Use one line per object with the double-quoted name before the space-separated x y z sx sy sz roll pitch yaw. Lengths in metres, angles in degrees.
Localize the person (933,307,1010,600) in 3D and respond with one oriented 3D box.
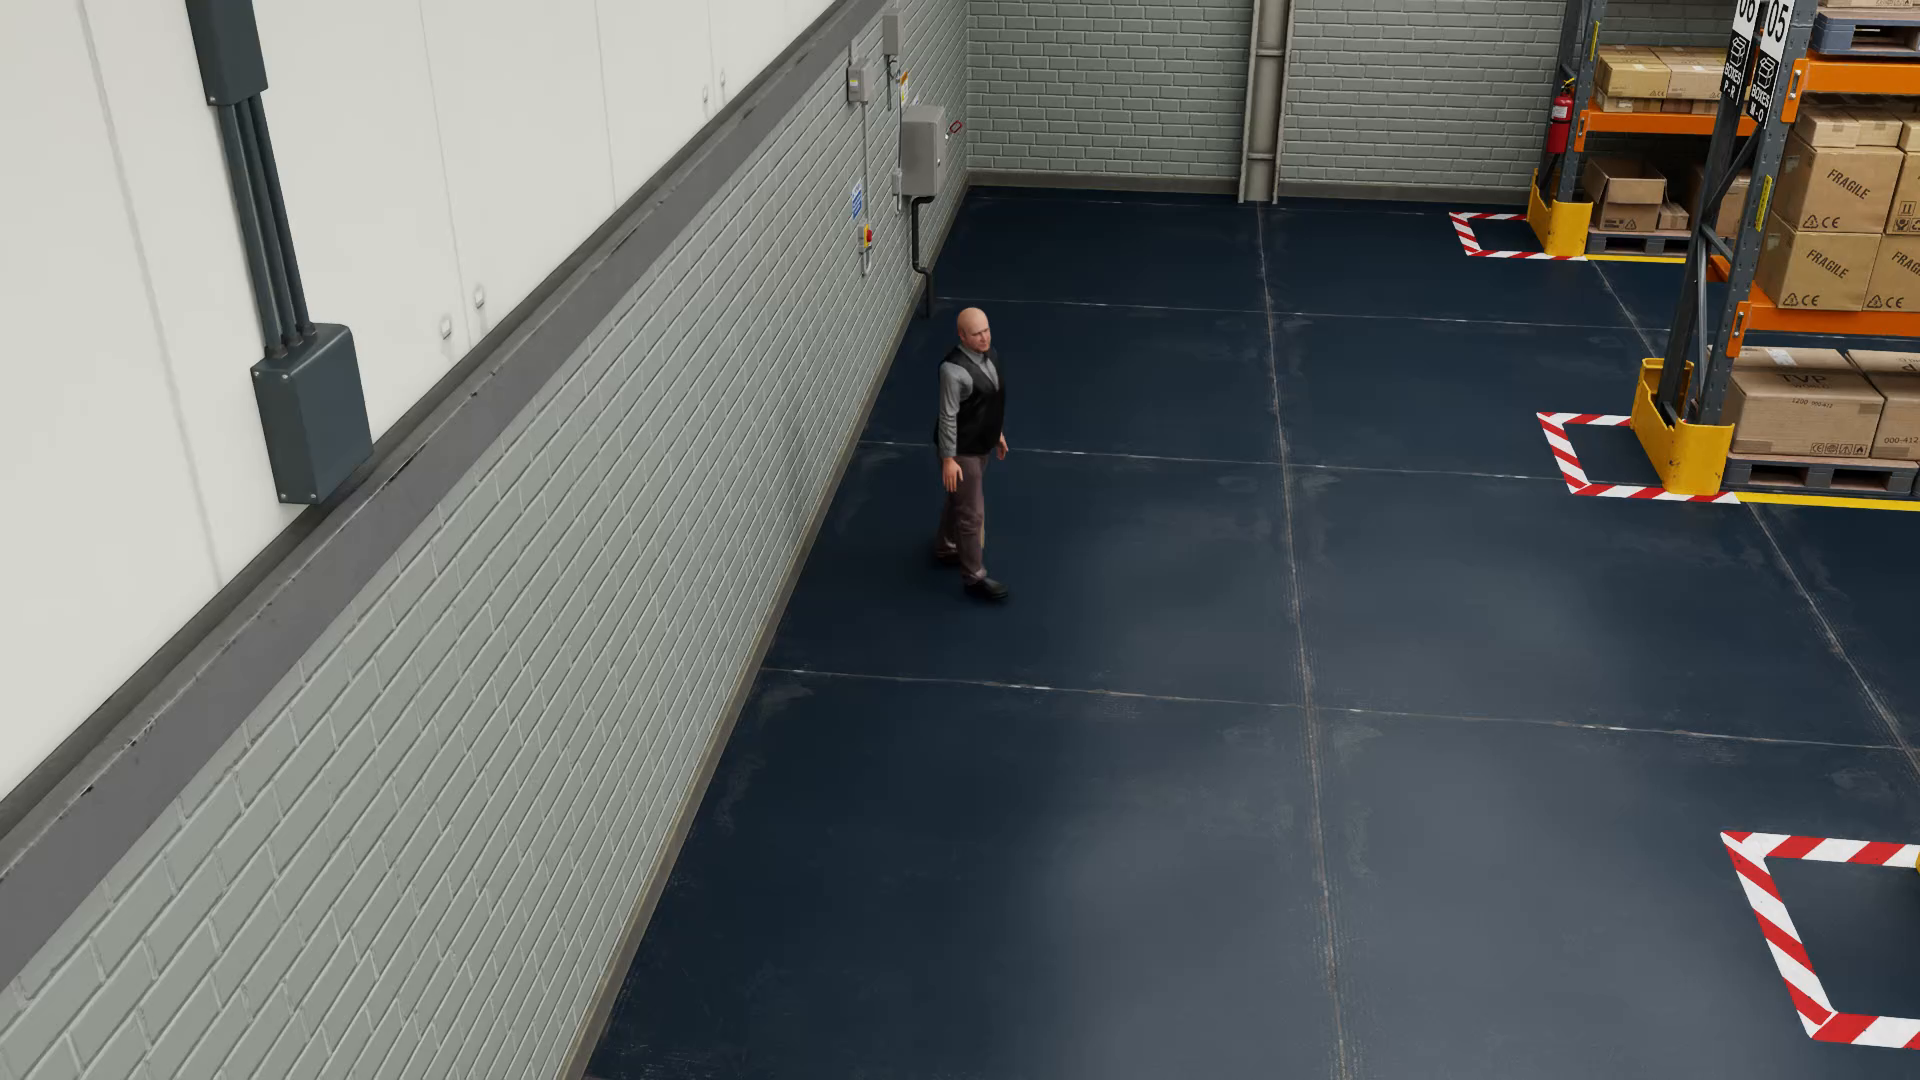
"person" 0.079 -0.518 9.569 0.587 1.719 0.621 11 30 20
